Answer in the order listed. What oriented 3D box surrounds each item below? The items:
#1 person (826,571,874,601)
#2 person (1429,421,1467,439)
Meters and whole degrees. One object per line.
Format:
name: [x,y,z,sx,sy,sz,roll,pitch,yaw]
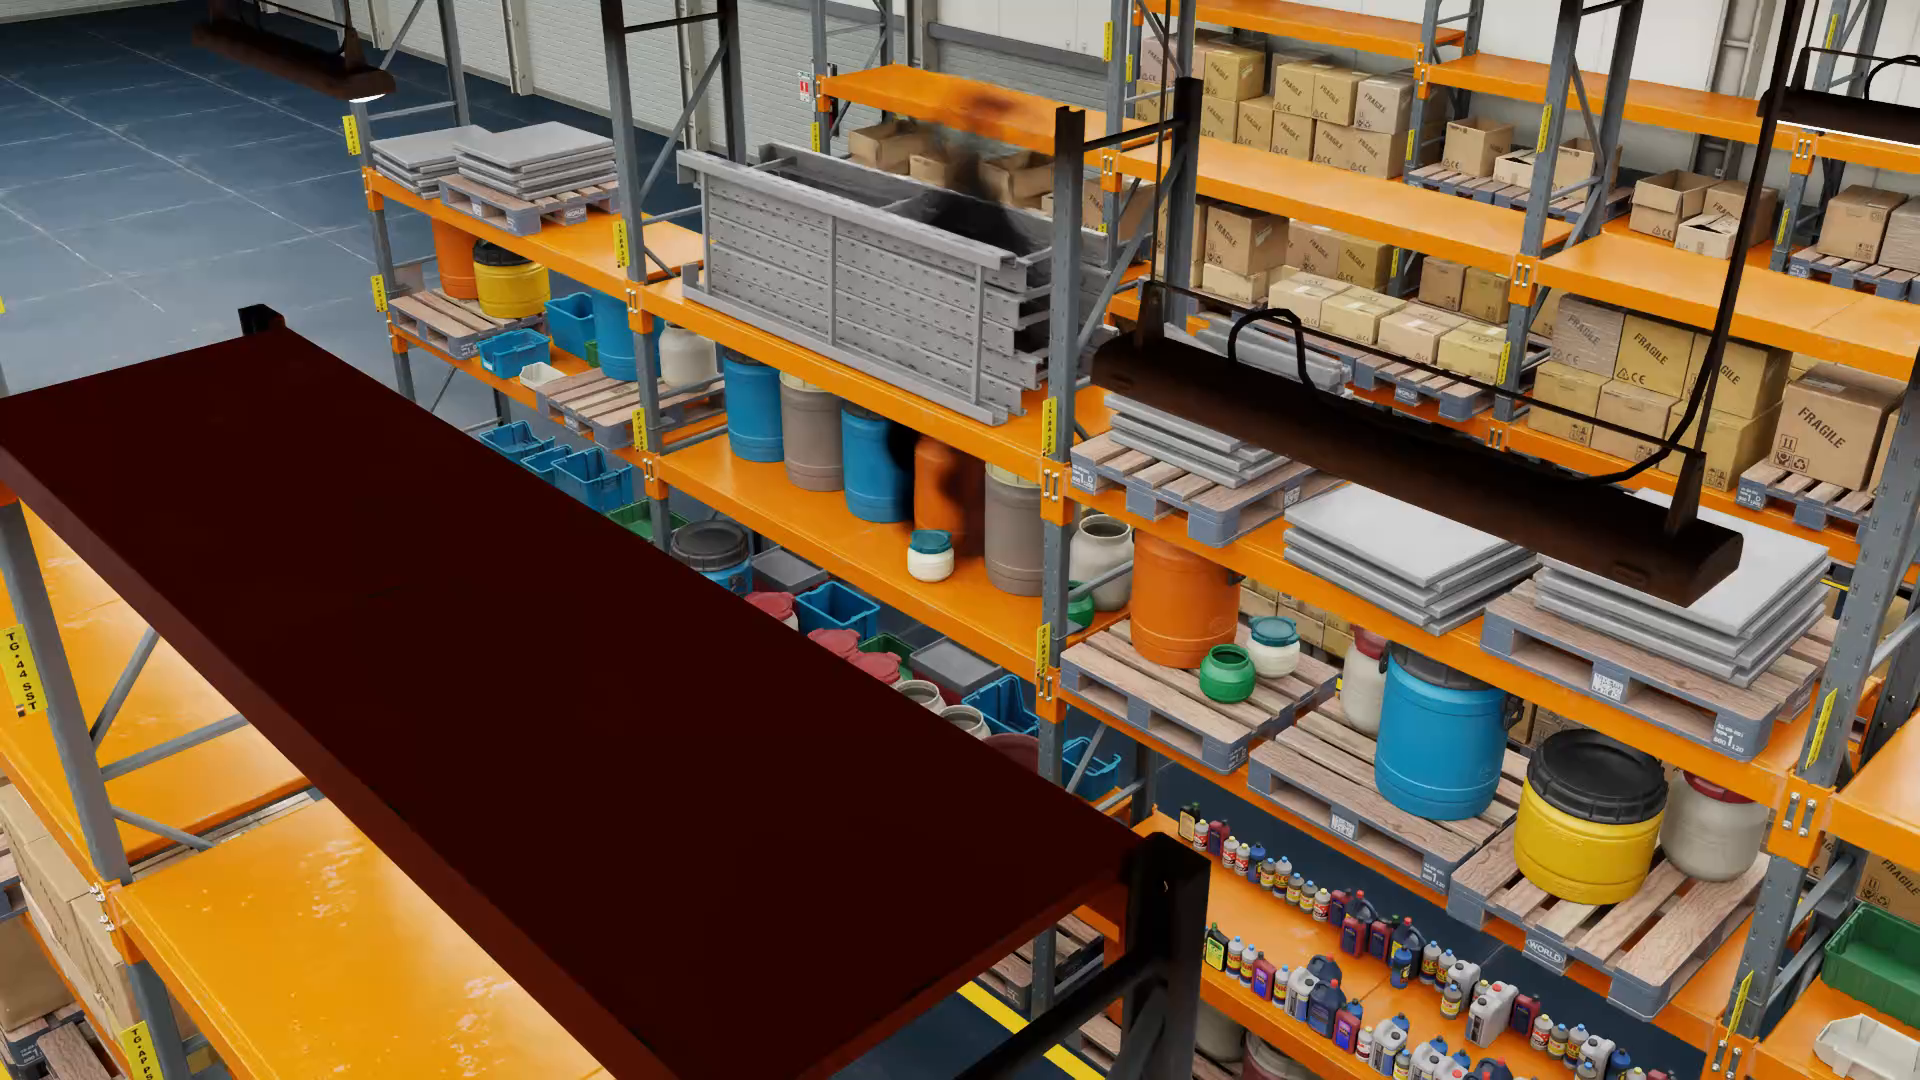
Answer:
person: [-0.959,0.447,14.327,0.561,1.603,0.573,-25,37,-38]
person: [4.926,-0.940,16.762,0.907,1.709,0.674,13,31,23]
